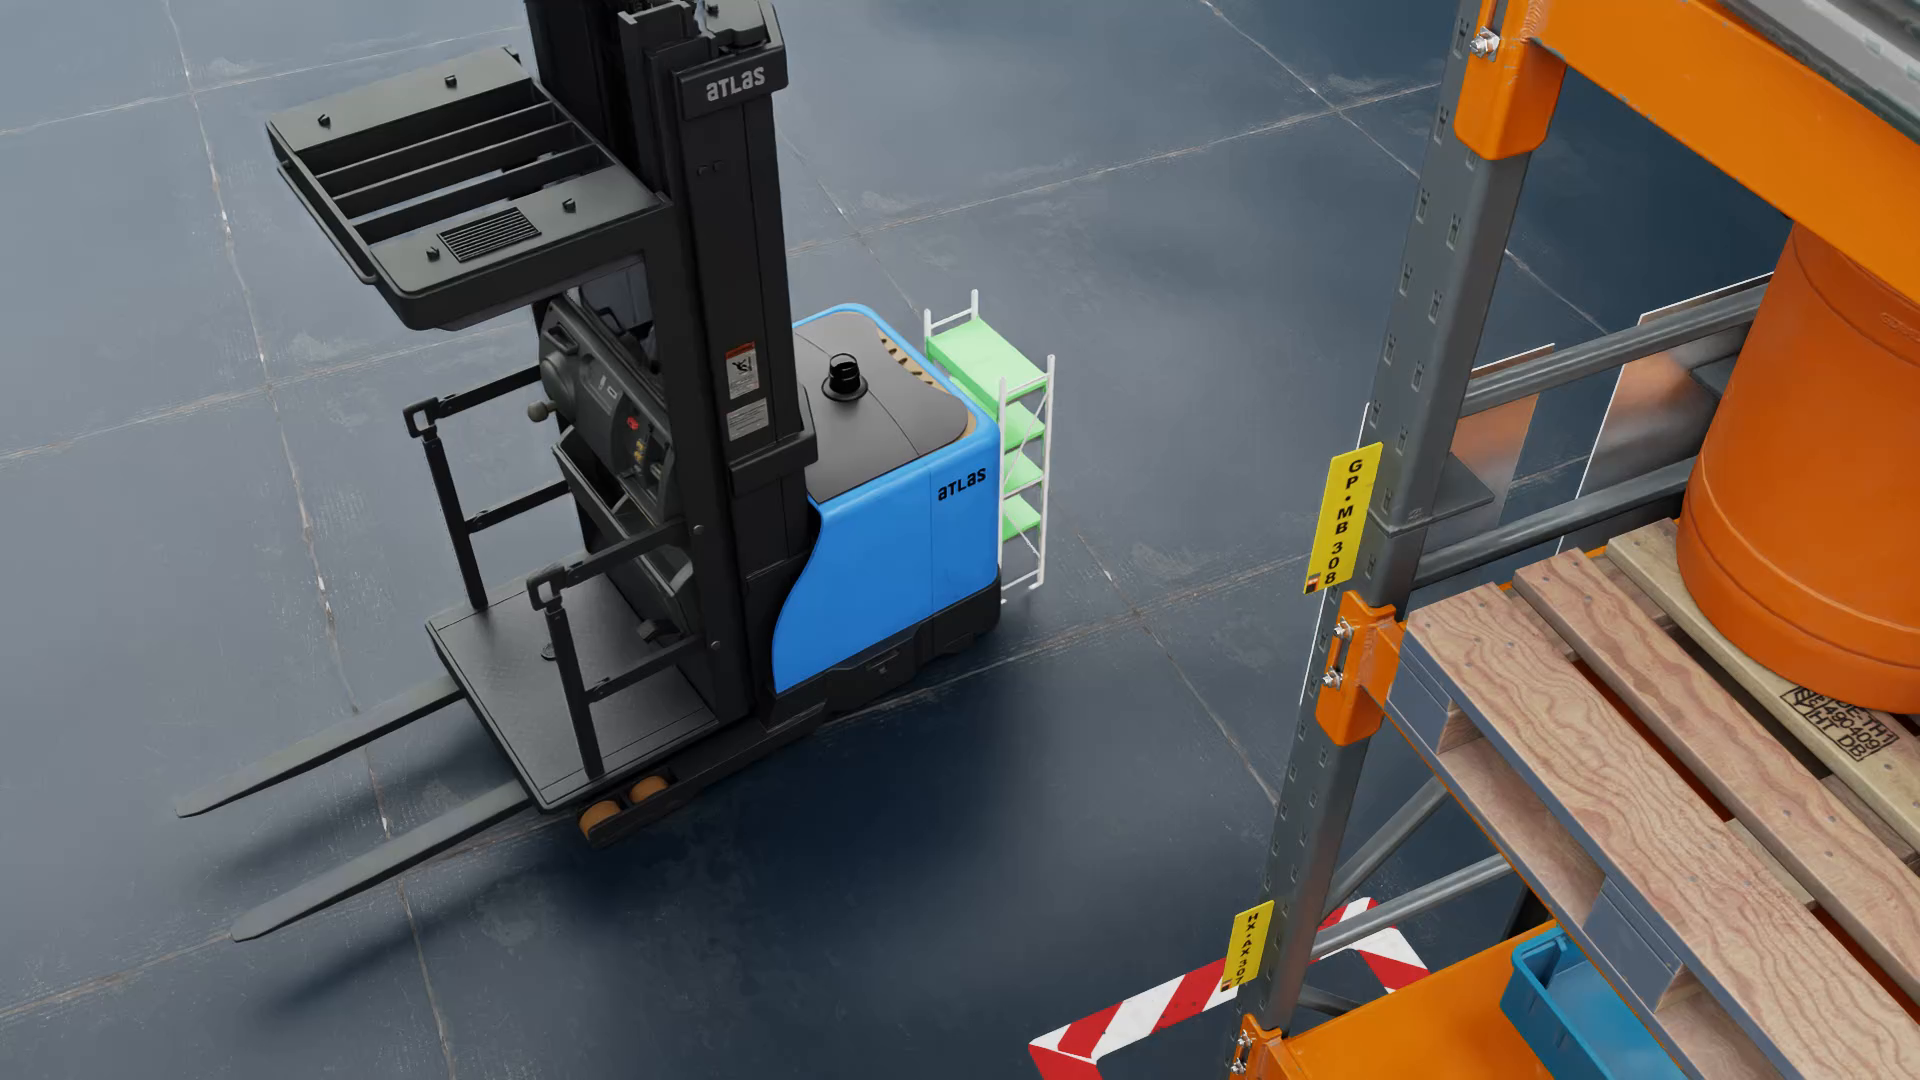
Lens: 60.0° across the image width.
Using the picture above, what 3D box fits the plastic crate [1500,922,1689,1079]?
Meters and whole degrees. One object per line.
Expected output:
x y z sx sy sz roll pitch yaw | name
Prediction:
1.643 1.162 3.912 0.499 0.251 0.616 -18 47 -17 | plastic crate

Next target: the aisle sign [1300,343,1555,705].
0.865 -0.007 3.139 0.394 0.787 0.004 -18 47 -17 | aisle sign

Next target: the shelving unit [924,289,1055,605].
0.105 -0.343 6.612 0.258 1.200 0.503 -26 50 -24 | shelving unit

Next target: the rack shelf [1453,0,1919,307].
2.002 0.416 1.088 1.077 0.370 4.000 -18 47 -17 | rack shelf

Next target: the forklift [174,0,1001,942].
-1.336 -0.367 5.404 3.031 2.935 1.130 -26 50 -24 | forklift

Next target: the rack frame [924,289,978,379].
-0.034 -0.484 6.755 0.240 1.200 0.015 -26 50 -24 | rack frame

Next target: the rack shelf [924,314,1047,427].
0.105 -0.640 6.320 0.258 0.148 0.480 -26 50 -24 | rack shelf

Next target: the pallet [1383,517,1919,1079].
1.420 0.434 2.542 1.003 0.211 1.213 -18 47 -17 | pallet

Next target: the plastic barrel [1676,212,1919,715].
1.481 -0.220 2.465 0.600 0.830 0.708 -18 47 -17 | plastic barrel

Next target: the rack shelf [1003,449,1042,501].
0.105 -0.298 6.657 0.258 0.148 0.480 -26 50 -24 | rack shelf

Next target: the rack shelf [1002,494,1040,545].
0.105 -0.127 6.826 0.258 0.148 0.480 -26 50 -24 | rack shelf

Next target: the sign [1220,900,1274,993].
0.660 0.939 3.834 0.100 0.325 0.005 -18 47 -17 | sign

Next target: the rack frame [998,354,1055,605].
0.244 -0.203 6.470 0.240 1.200 0.015 -26 50 -24 | rack frame

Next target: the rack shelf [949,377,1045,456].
0.105 -0.469 6.489 0.258 0.148 0.480 -26 50 -24 | rack shelf

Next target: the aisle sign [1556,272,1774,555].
1.401 -0.181 3.315 0.394 0.787 0.004 -18 47 -17 | aisle sign

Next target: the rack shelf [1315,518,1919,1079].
2.002 1.341 2.001 1.077 0.370 4.000 -18 47 -17 | rack shelf

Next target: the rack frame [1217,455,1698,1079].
1.161 0.878 4.093 1.000 3.000 0.127 -18 47 -17 | rack frame

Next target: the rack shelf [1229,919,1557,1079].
2.002 2.409 3.054 1.077 0.370 4.000 -18 47 -17 | rack shelf

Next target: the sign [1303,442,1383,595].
0.660 -0.033 2.875 0.100 0.325 0.005 -18 47 -17 | sign

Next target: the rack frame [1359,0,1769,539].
1.161 -1.257 1.986 1.000 3.000 0.127 -18 47 -17 | rack frame
